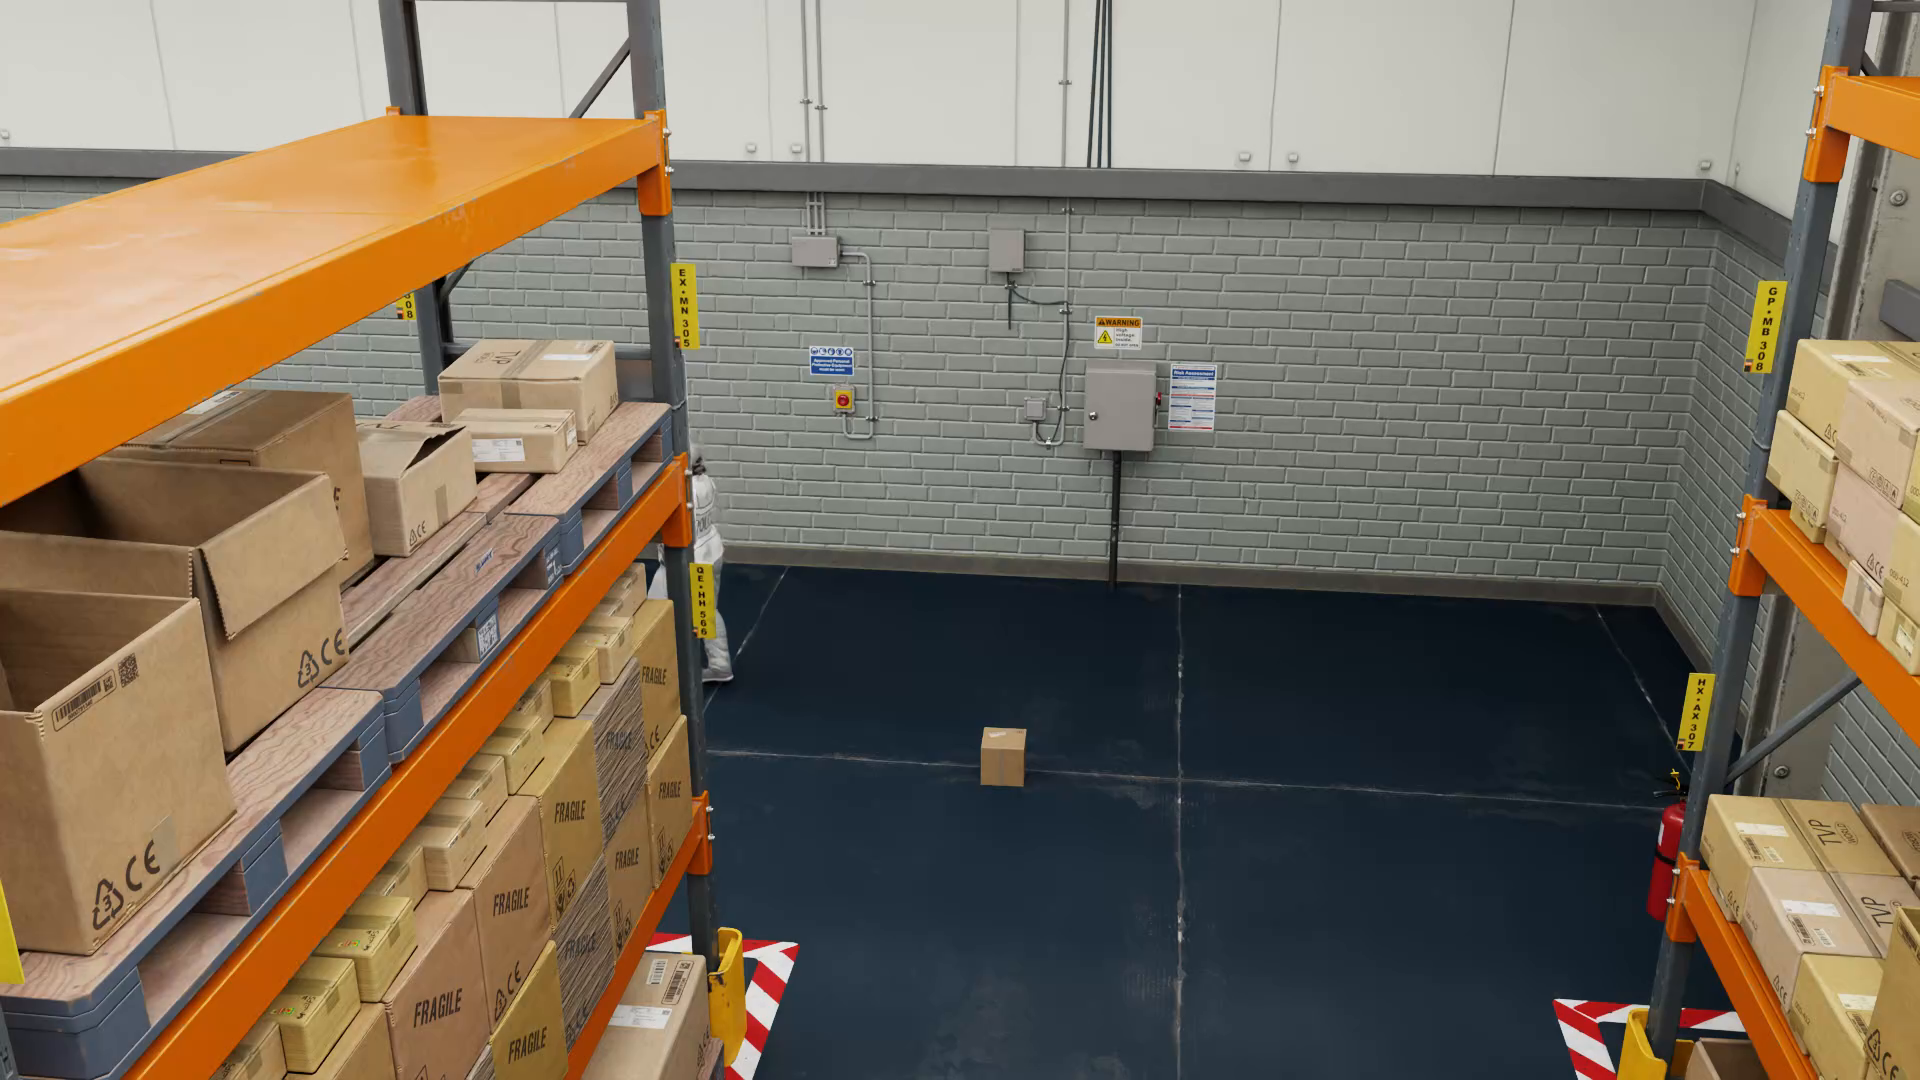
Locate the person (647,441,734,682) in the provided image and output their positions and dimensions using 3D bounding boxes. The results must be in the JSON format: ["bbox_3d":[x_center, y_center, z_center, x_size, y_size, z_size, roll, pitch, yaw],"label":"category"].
[{"bbox_3d":[-1.740,0.188,10.646,0.510,1.738,0.513,8,23,19],"label":"person"}]
